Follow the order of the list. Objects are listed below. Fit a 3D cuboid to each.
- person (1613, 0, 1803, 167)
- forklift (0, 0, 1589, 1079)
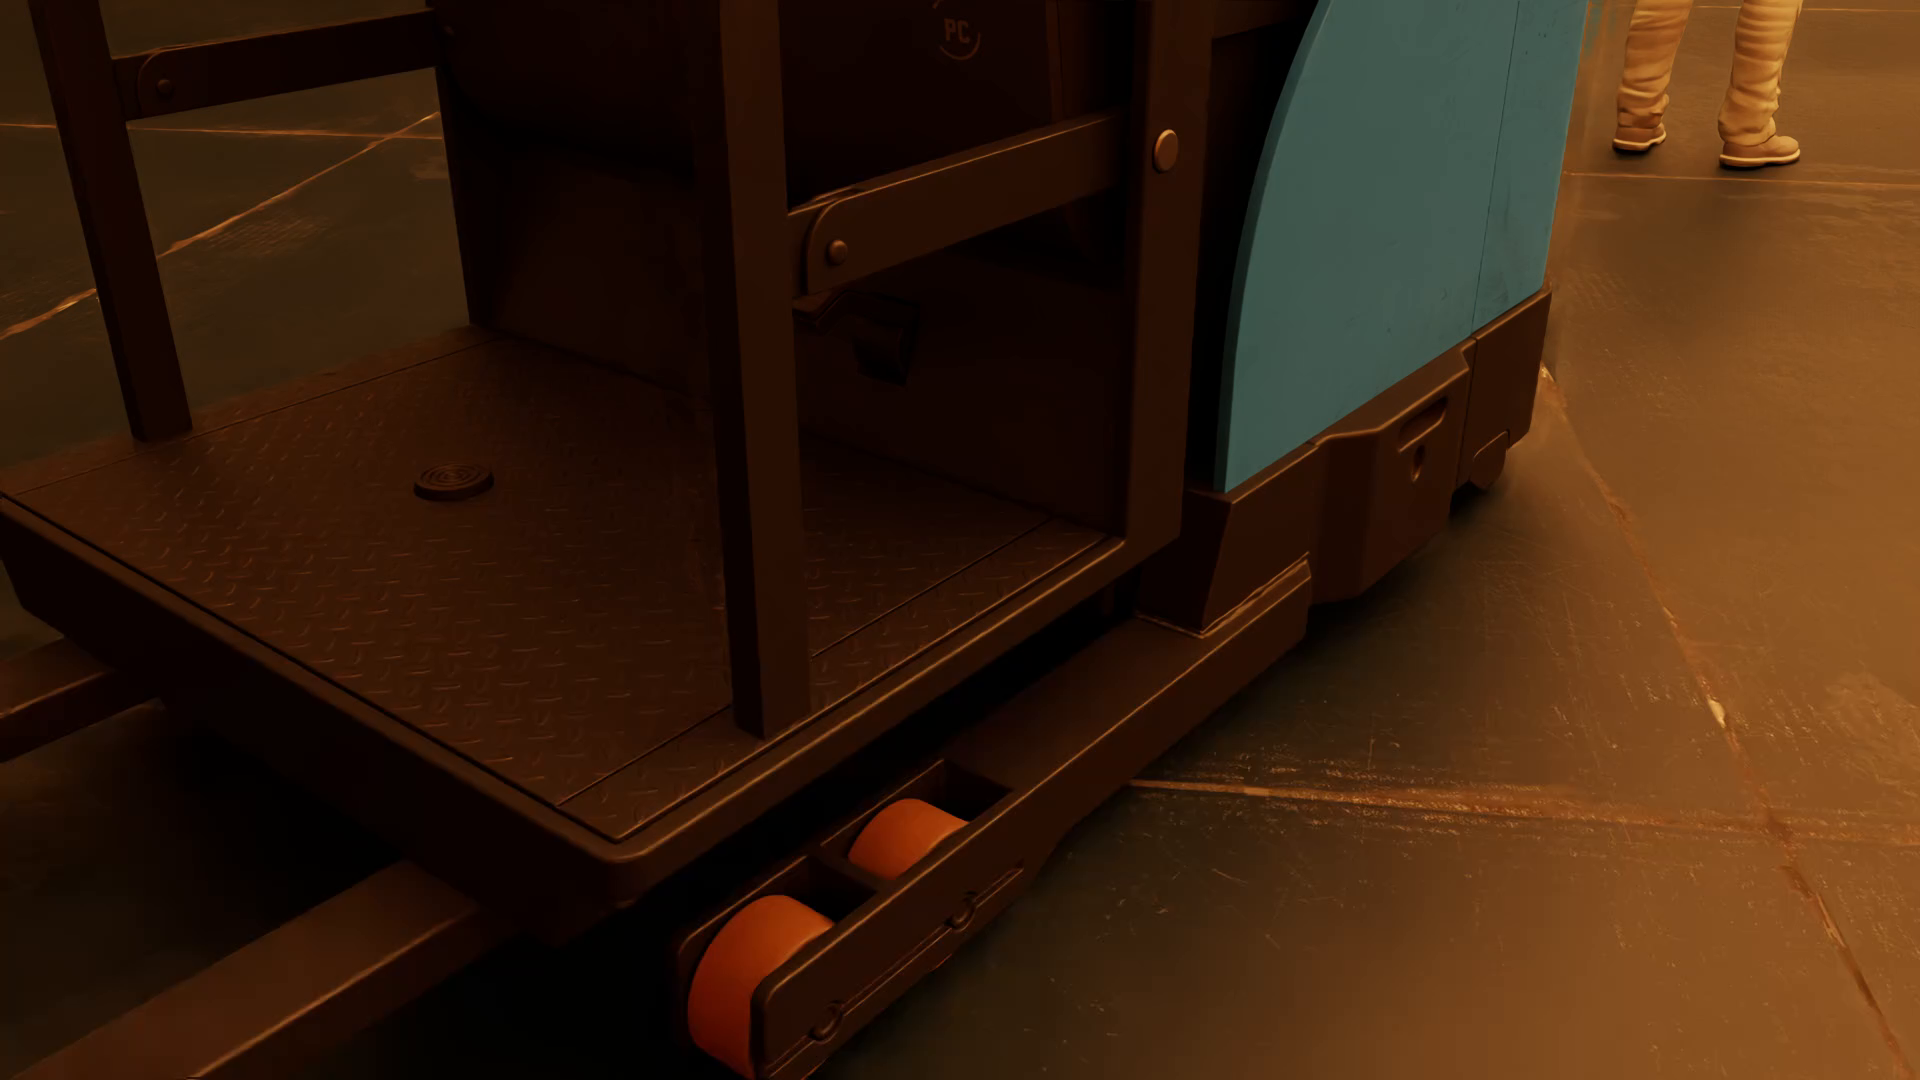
[{"bbox_3d":[2.048,-1.837,4.322,0.550,1.664,0.470,20,33,34],"label":"person"},{"bbox_3d":[-0.379,-1.068,1.358,1.130,2.935,3.031,20,33,34],"label":"forklift"}]
